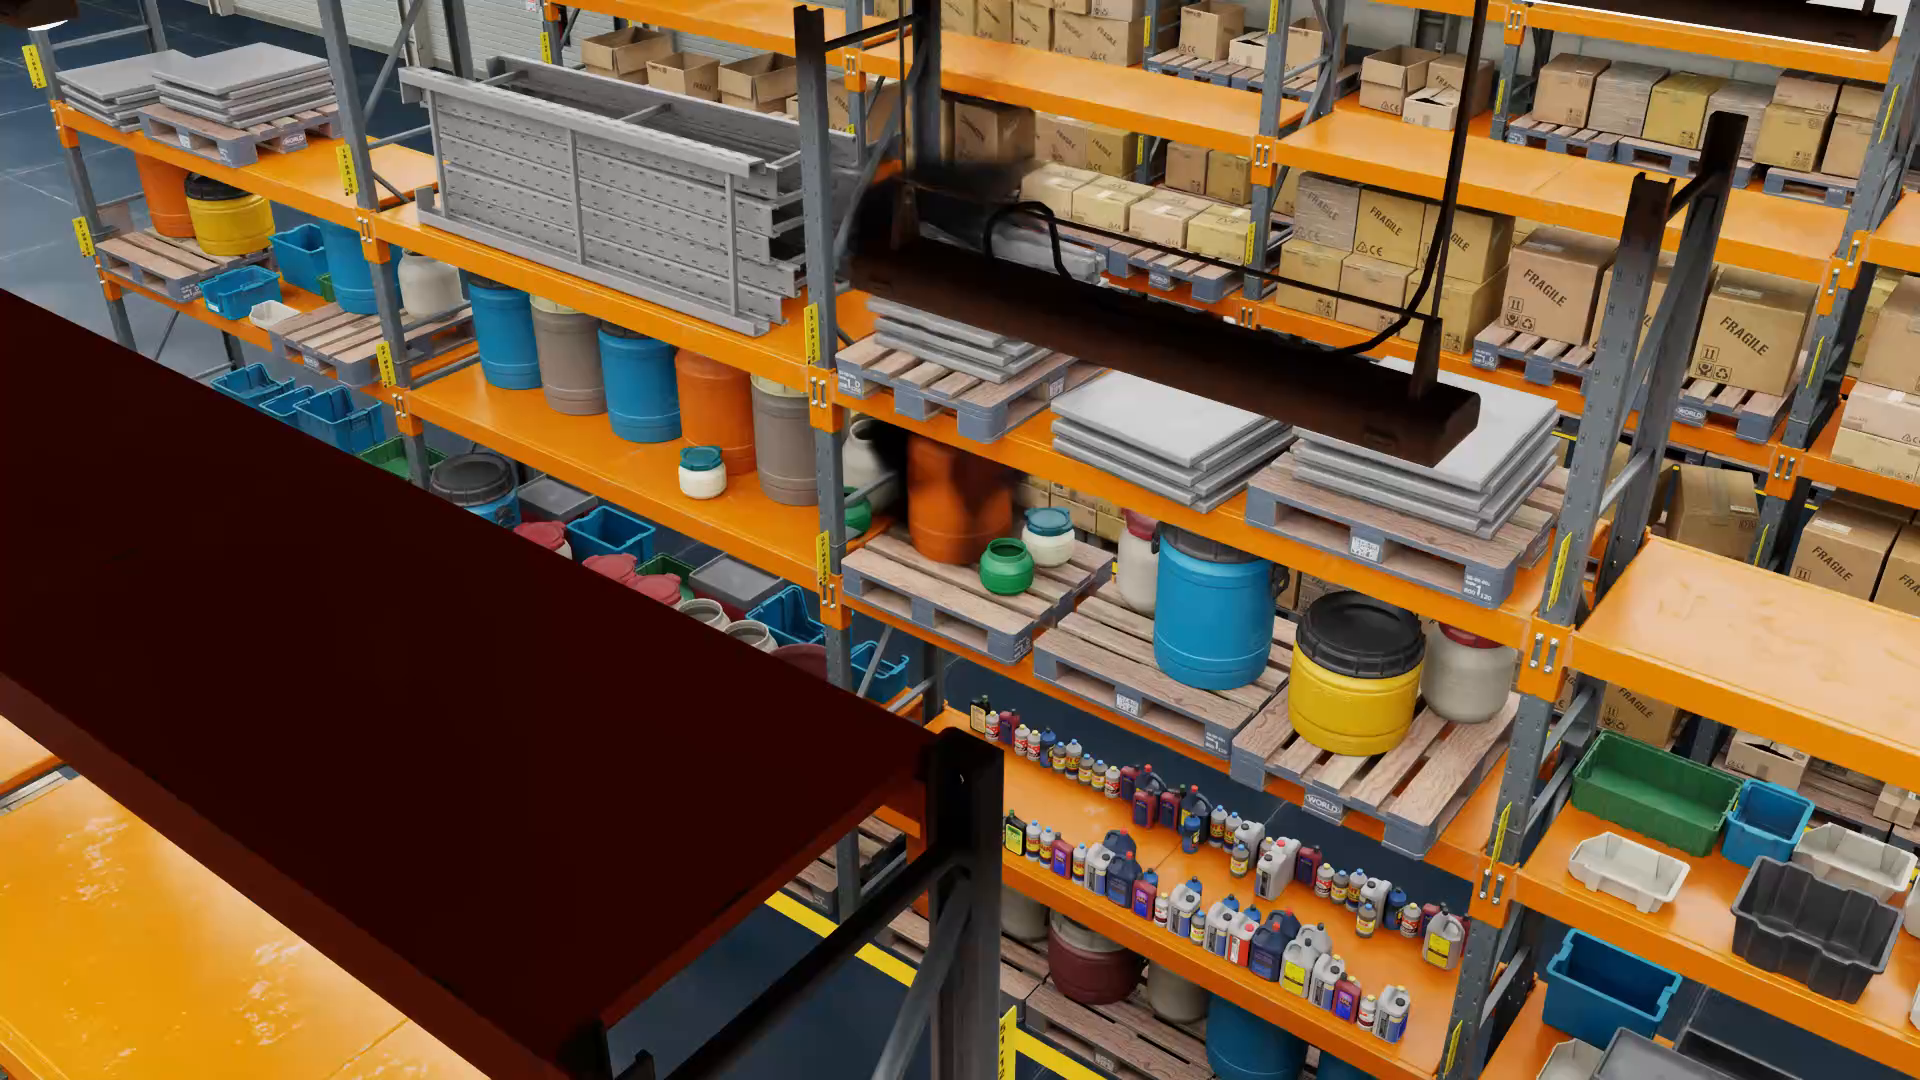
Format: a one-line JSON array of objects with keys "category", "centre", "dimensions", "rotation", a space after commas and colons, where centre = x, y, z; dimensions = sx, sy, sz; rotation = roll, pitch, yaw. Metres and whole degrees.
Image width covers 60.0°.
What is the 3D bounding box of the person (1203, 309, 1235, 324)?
[{"category": "person", "centre": [2.422, -1.557, 16.154], "dimensions": [0.762, 1.824, 0.672], "rotation": [23, 38, 32]}]
